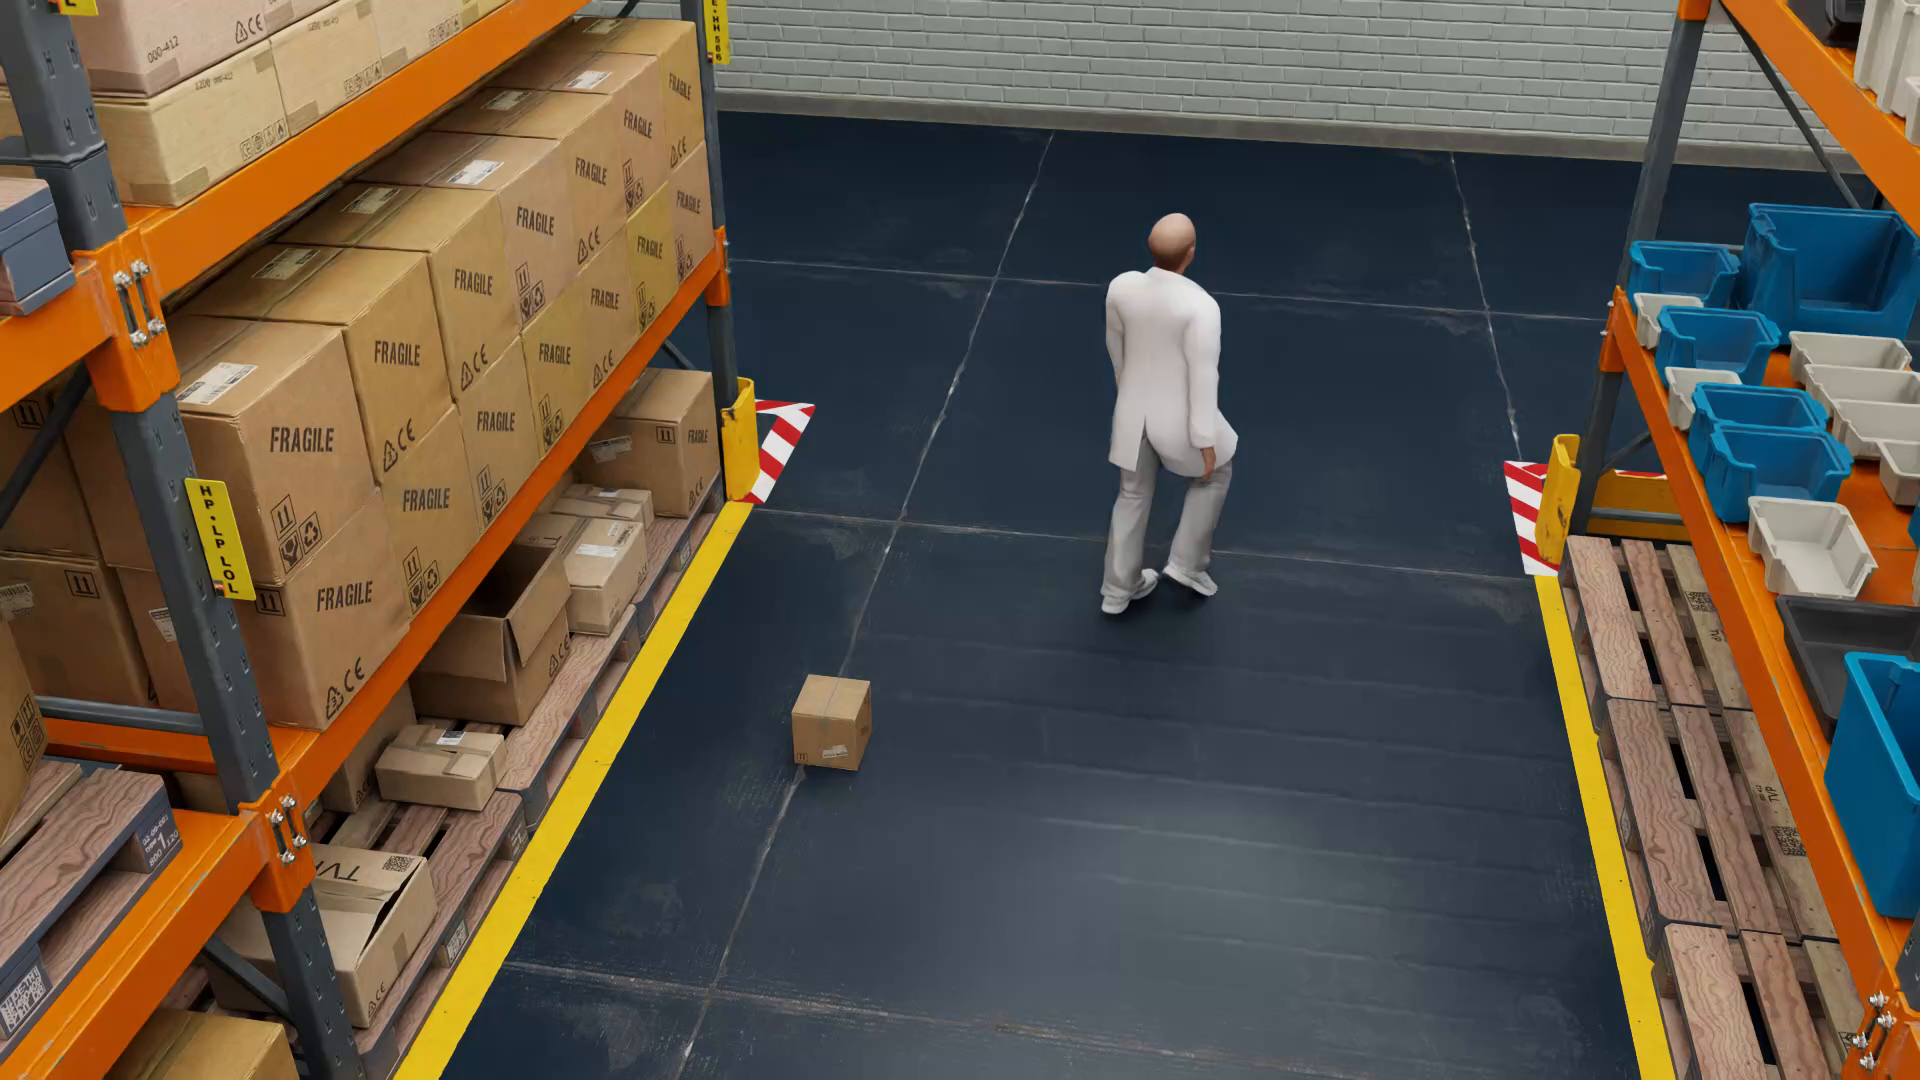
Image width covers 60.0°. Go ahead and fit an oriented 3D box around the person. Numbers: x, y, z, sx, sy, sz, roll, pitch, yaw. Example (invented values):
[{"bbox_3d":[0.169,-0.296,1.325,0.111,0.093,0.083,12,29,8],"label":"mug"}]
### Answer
[{"bbox_3d":[0.853,-0.485,6.944,0.623,1.845,0.580,21,38,30],"label":"person"}]
